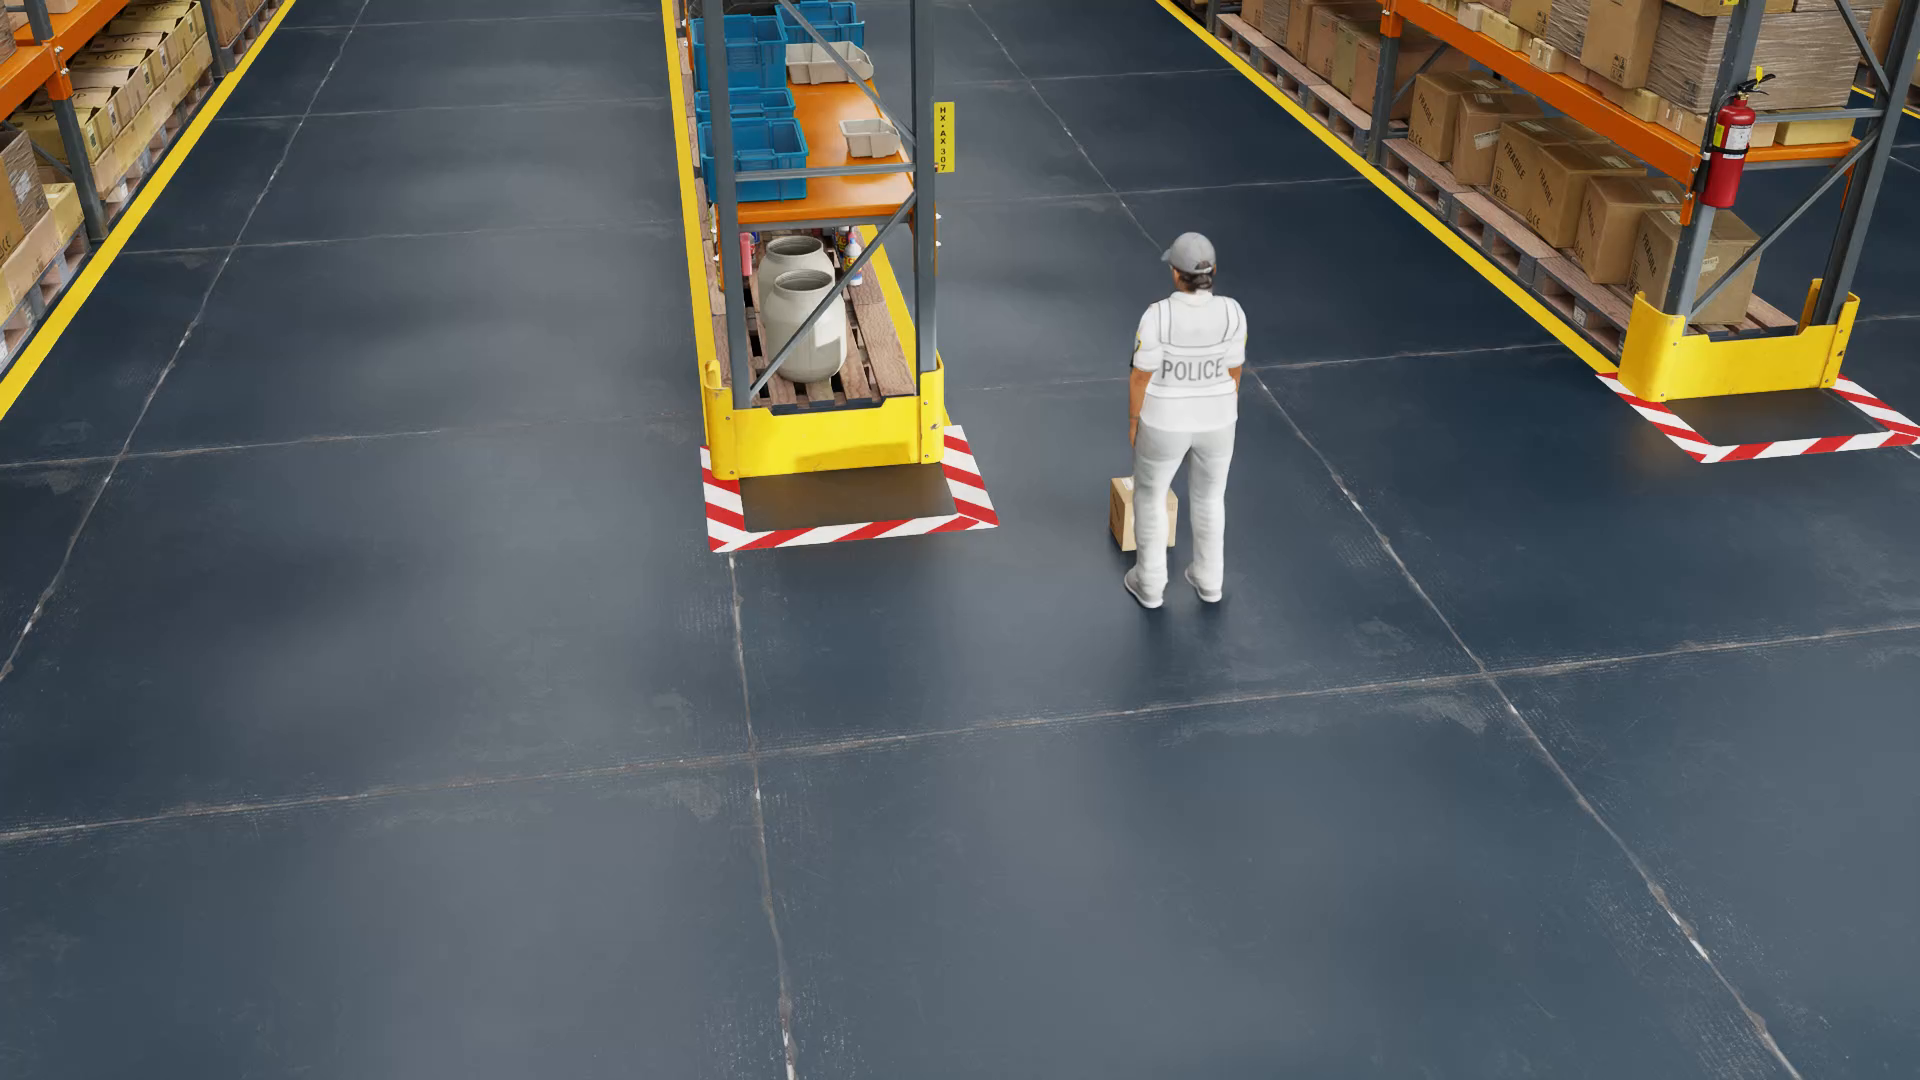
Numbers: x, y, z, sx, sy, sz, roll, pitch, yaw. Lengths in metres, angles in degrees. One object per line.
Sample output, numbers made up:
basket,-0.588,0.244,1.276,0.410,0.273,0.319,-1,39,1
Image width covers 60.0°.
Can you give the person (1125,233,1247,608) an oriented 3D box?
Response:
person,0.920,-0.489,6.957,0.468,1.659,0.391,-5,31,-8
